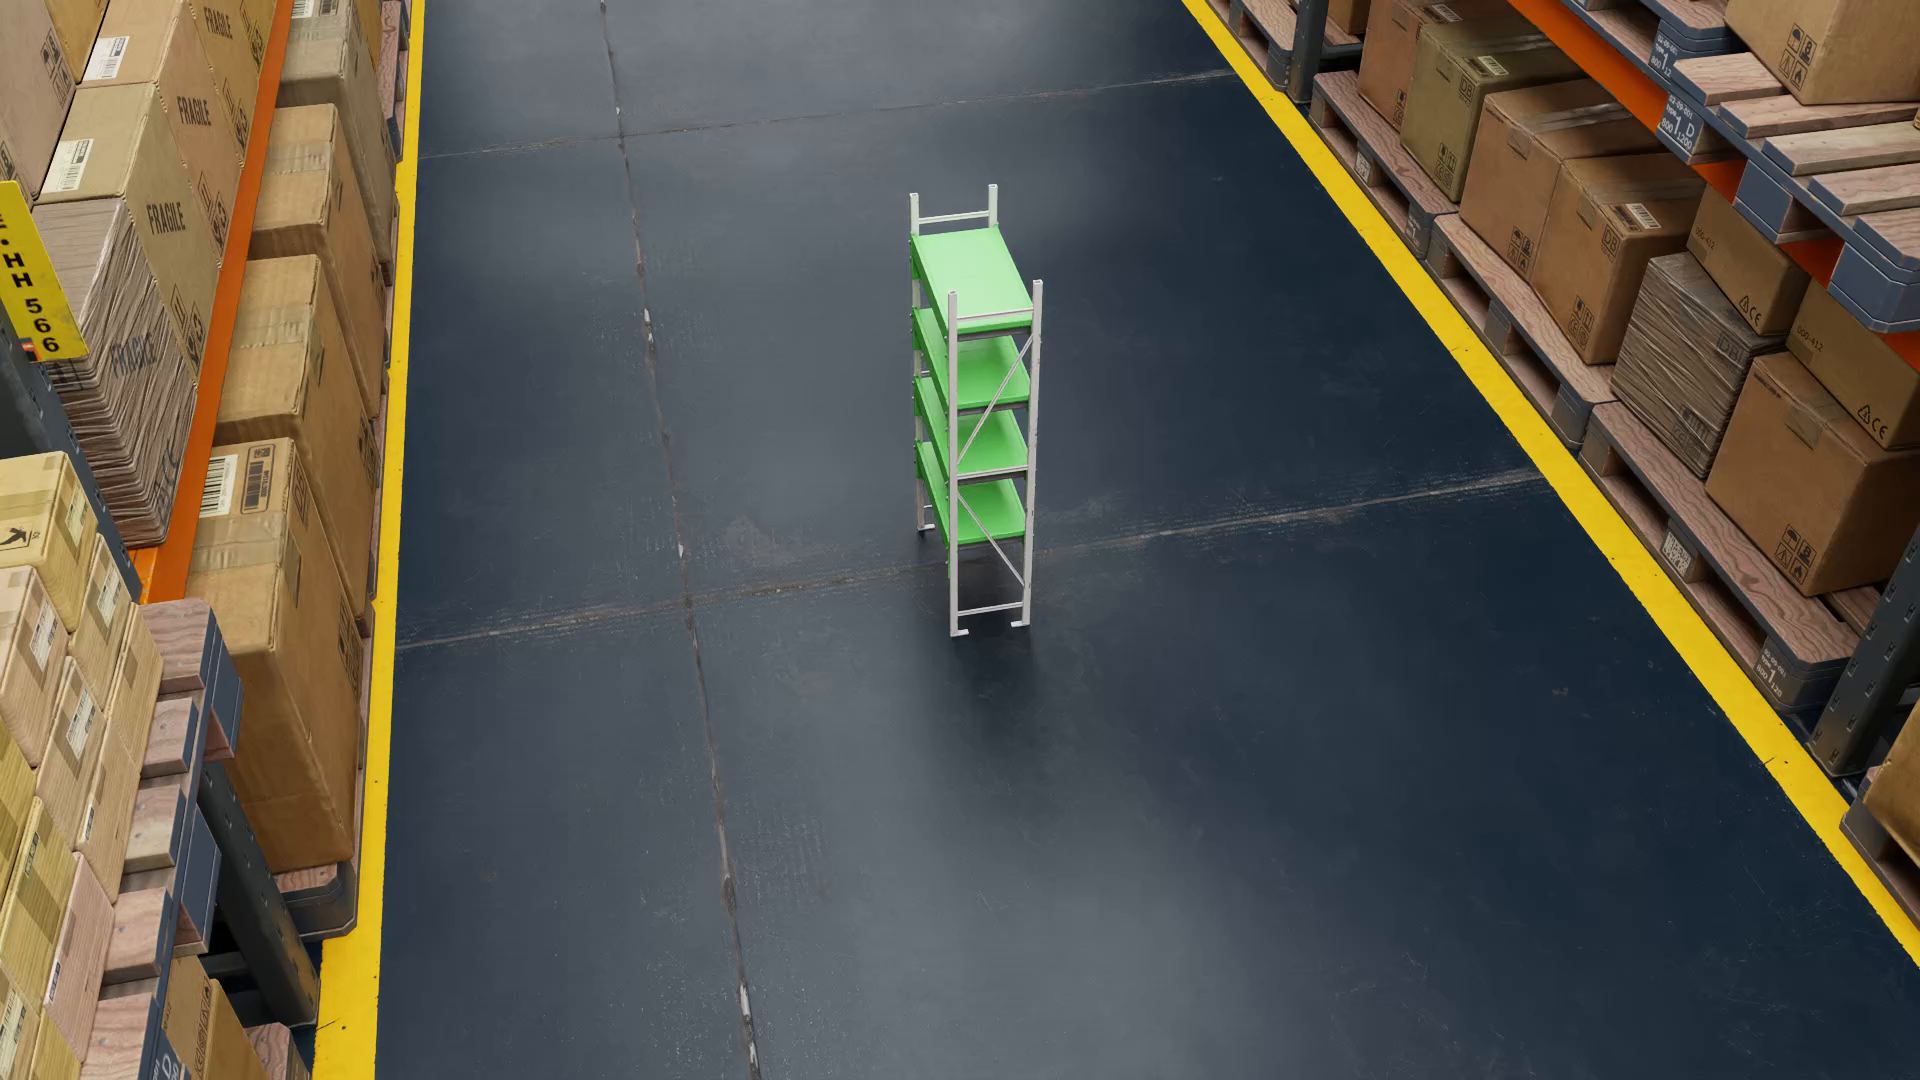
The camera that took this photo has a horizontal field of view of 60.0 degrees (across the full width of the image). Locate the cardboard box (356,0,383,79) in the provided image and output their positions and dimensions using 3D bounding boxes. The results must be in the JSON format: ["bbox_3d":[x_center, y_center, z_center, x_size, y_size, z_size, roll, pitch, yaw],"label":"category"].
[{"bbox_3d":[-2.957,-2.309,6.875,0.875,0.875,0.875,-8,42,-9],"label":"cardboard box"}]

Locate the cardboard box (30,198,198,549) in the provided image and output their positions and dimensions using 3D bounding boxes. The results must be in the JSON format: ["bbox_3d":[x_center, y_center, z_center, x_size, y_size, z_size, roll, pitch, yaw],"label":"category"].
[{"bbox_3d":[-1.860,-0.303,3.256,0.500,0.500,0.500,-8,42,-9],"label":"cardboard box"}]

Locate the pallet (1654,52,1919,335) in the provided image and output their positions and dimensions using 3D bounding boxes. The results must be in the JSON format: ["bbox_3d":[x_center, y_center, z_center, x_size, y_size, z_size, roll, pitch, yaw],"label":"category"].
[{"bbox_3d":[2.580,-0.956,4.212,1.213,0.211,1.003,-8,42,-9],"label":"pallet"}]

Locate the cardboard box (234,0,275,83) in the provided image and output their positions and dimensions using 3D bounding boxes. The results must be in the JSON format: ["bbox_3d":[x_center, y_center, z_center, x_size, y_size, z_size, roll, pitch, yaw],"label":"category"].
[{"bbox_3d":[-2.298,-1.611,4.730,0.500,0.500,0.500,-8,42,-9],"label":"cardboard box"}]

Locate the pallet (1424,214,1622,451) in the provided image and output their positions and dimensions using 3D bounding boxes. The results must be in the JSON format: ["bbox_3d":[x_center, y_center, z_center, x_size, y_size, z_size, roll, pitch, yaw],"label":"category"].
[{"bbox_3d":[2.411,-0.834,6.030,1.003,0.211,1.213,-8,42,-9],"label":"pallet"}]

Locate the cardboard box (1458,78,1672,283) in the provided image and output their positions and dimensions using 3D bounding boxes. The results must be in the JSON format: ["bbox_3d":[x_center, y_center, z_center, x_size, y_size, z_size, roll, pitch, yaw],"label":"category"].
[{"bbox_3d":[2.292,-1.328,6.038,0.700,0.500,0.500,-12,43,-13],"label":"cardboard box"}]

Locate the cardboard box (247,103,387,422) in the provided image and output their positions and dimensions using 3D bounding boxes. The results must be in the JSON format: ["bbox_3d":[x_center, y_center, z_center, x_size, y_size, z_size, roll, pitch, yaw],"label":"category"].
[{"bbox_3d":[-2.464,-0.829,5.302,1.050,0.750,0.750,-8,42,-9],"label":"cardboard box"}]

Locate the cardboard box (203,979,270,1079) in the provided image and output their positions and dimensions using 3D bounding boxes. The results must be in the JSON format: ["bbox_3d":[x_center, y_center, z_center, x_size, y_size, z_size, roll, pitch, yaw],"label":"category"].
[{"bbox_3d":[-1.629,1.231,3.170,0.500,0.500,0.500,-9,42,-9],"label":"cardboard box"}]

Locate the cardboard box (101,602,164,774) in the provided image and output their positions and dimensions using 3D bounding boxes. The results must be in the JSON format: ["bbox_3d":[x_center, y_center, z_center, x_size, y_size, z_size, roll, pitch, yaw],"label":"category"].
[{"bbox_3d":[-1.471,0.255,2.576,0.380,0.149,0.250,-8,42,-9],"label":"cardboard box"}]

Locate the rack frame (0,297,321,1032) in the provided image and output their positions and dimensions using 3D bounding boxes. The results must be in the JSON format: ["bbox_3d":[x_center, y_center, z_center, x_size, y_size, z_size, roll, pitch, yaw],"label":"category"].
[{"bbox_3d":[-2.027,0.064,2.918,1.000,3.000,0.127,-8,42,-9],"label":"rack frame"}]

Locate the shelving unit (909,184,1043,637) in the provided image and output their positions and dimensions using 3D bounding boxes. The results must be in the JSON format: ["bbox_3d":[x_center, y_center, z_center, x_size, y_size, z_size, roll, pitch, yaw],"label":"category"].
[{"bbox_3d":[0.036,-0.341,4.731,0.258,1.200,0.503,-8,42,-9],"label":"shelving unit"}]

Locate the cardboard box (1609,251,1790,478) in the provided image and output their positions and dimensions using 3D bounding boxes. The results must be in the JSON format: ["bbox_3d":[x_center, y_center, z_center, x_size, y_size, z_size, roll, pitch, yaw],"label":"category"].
[{"bbox_3d":[2.542,-0.600,5.218,0.700,0.500,0.500,-12,43,-13],"label":"cardboard box"}]

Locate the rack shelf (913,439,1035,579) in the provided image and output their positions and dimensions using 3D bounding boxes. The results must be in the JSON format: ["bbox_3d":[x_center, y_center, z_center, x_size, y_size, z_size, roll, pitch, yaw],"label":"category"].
[{"bbox_3d":[0.036,-0.114,4.933,0.258,0.148,0.480,-8,42,-9],"label":"rack shelf"}]

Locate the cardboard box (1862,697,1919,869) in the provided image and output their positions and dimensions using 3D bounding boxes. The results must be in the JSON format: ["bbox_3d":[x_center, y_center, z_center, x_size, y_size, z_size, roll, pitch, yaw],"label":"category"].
[{"bbox_3d":[2.967,0.507,3.703,1.225,0.875,0.875,-10,43,-11],"label":"cardboard box"}]

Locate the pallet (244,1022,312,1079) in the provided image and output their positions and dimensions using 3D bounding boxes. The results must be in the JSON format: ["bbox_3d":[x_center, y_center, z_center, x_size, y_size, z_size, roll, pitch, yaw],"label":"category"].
[{"bbox_3d":[-1.859,1.614,3.273,1.003,0.211,1.213,-8,42,-9],"label":"pallet"}]

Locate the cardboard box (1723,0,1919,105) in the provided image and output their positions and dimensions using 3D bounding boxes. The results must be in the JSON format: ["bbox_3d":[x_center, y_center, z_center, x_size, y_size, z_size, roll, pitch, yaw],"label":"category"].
[{"bbox_3d":[2.464,-1.467,4.252,0.700,0.500,0.500,-3,42,-3],"label":"cardboard box"}]

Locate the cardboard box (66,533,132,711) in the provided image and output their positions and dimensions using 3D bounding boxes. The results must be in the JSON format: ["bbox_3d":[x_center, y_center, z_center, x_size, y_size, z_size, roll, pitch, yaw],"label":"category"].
[{"bbox_3d":[-1.475,0.145,2.476,0.380,0.149,0.250,-8,42,-8],"label":"cardboard box"}]

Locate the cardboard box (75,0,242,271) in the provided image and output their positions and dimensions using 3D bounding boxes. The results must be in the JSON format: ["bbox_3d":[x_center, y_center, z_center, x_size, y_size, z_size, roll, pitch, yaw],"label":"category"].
[{"bbox_3d":[-2.081,-0.959,3.995,0.500,0.500,0.500,-8,42,-9],"label":"cardboard box"}]

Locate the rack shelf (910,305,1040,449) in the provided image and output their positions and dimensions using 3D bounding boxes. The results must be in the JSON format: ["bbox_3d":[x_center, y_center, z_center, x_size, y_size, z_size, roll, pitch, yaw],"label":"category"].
[{"bbox_3d":[0.036,-0.473,4.614,0.258,0.148,0.480,-8,42,-9],"label":"rack shelf"}]

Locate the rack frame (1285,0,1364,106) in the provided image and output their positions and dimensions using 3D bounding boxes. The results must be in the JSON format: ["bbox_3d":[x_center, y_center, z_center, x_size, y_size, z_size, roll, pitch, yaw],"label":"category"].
[{"bbox_3d":[1.975,-3.174,6.566,1.000,3.000,0.127,-8,42,-9],"label":"rack frame"}]

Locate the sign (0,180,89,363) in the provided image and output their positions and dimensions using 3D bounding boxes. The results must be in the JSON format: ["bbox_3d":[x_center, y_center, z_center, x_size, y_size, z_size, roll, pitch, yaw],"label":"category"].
[{"bbox_3d":[-1.499,-0.423,2.654,0.100,0.325,0.005,-8,42,-9],"label":"sign"}]

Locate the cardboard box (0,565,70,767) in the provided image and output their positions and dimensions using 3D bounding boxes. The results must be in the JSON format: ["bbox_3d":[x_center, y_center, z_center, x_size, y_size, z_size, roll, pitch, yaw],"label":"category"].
[{"bbox_3d":[-1.421,0.194,2.197,0.380,0.149,0.250,-9,42,-10],"label":"cardboard box"}]

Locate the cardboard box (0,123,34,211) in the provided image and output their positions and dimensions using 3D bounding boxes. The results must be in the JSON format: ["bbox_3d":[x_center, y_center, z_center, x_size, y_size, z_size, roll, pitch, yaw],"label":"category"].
[{"bbox_3d":[-2.114,-0.639,2.882,0.700,0.500,0.500,-9,42,-10],"label":"cardboard box"}]

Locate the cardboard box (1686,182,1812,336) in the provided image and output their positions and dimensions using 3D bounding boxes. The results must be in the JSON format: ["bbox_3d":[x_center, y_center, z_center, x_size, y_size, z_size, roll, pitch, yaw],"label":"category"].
[{"bbox_3d":[2.540,-0.863,4.950,0.500,0.250,0.500,-4,42,-4],"label":"cardboard box"}]

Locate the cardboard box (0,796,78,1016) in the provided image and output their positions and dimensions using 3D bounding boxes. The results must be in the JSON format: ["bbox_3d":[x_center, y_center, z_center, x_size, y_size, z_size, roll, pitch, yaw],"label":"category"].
[{"bbox_3d":[-1.357,0.488,2.090,0.380,0.149,0.250,-7,42,-8],"label":"cardboard box"}]

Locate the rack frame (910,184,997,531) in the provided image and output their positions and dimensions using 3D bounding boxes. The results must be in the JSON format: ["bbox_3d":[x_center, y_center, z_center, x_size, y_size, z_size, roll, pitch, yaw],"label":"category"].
[{"bbox_3d":[-0.017,-0.500,4.909,0.240,1.200,0.015,-8,42,-9],"label":"rack frame"}]

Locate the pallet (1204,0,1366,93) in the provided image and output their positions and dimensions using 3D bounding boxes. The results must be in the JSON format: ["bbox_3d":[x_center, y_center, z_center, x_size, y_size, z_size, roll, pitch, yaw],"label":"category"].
[{"bbox_3d":[1.795,-2.561,7.976,1.003,0.211,1.213,-8,42,-9],"label":"pallet"}]

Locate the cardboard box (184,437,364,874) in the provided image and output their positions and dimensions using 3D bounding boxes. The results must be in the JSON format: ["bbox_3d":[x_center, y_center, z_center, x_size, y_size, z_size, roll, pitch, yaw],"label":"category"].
[{"bbox_3d":[-2.070,0.341,3.985,1.050,0.750,0.750,-9,42,-10],"label":"cardboard box"}]

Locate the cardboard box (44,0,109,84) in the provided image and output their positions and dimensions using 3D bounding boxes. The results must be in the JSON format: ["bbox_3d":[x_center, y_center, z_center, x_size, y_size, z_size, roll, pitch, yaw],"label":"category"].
[{"bbox_3d":[-2.337,-1.299,3.626,0.700,0.500,0.500,-9,42,-10],"label":"cardboard box"}]

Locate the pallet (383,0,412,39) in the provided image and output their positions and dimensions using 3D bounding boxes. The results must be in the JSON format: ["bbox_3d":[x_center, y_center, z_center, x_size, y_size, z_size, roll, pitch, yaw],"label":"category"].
[{"bbox_3d":[-3.245,-2.782,8.225,1.003,0.211,1.213,-8,42,-9],"label":"pallet"}]

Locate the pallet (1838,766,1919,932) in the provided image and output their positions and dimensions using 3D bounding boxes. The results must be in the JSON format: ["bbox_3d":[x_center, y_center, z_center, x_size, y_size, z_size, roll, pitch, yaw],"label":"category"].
[{"bbox_3d":[2.935,0.984,3.983,1.003,0.211,1.213,-8,42,-9],"label":"pallet"}]

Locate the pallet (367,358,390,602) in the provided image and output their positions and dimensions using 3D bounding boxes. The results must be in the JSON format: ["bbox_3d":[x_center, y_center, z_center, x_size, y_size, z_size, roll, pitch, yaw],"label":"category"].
[{"bbox_3d":[-2.383,-0.204,5.321,1.003,0.211,1.213,-8,42,-9],"label":"pallet"}]

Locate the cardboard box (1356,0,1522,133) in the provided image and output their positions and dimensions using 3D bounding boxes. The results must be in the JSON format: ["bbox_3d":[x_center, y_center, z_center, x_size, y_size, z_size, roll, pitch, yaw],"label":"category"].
[{"bbox_3d":[2.086,-2.002,6.798,0.700,0.500,0.500,-11,43,-13],"label":"cardboard box"}]

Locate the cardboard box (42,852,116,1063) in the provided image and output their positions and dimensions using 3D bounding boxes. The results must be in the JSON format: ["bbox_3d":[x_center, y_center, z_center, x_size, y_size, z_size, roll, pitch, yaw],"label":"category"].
[{"bbox_3d":[-1.364,0.583,2.206,0.380,0.149,0.250,-8,42,-9],"label":"cardboard box"}]
